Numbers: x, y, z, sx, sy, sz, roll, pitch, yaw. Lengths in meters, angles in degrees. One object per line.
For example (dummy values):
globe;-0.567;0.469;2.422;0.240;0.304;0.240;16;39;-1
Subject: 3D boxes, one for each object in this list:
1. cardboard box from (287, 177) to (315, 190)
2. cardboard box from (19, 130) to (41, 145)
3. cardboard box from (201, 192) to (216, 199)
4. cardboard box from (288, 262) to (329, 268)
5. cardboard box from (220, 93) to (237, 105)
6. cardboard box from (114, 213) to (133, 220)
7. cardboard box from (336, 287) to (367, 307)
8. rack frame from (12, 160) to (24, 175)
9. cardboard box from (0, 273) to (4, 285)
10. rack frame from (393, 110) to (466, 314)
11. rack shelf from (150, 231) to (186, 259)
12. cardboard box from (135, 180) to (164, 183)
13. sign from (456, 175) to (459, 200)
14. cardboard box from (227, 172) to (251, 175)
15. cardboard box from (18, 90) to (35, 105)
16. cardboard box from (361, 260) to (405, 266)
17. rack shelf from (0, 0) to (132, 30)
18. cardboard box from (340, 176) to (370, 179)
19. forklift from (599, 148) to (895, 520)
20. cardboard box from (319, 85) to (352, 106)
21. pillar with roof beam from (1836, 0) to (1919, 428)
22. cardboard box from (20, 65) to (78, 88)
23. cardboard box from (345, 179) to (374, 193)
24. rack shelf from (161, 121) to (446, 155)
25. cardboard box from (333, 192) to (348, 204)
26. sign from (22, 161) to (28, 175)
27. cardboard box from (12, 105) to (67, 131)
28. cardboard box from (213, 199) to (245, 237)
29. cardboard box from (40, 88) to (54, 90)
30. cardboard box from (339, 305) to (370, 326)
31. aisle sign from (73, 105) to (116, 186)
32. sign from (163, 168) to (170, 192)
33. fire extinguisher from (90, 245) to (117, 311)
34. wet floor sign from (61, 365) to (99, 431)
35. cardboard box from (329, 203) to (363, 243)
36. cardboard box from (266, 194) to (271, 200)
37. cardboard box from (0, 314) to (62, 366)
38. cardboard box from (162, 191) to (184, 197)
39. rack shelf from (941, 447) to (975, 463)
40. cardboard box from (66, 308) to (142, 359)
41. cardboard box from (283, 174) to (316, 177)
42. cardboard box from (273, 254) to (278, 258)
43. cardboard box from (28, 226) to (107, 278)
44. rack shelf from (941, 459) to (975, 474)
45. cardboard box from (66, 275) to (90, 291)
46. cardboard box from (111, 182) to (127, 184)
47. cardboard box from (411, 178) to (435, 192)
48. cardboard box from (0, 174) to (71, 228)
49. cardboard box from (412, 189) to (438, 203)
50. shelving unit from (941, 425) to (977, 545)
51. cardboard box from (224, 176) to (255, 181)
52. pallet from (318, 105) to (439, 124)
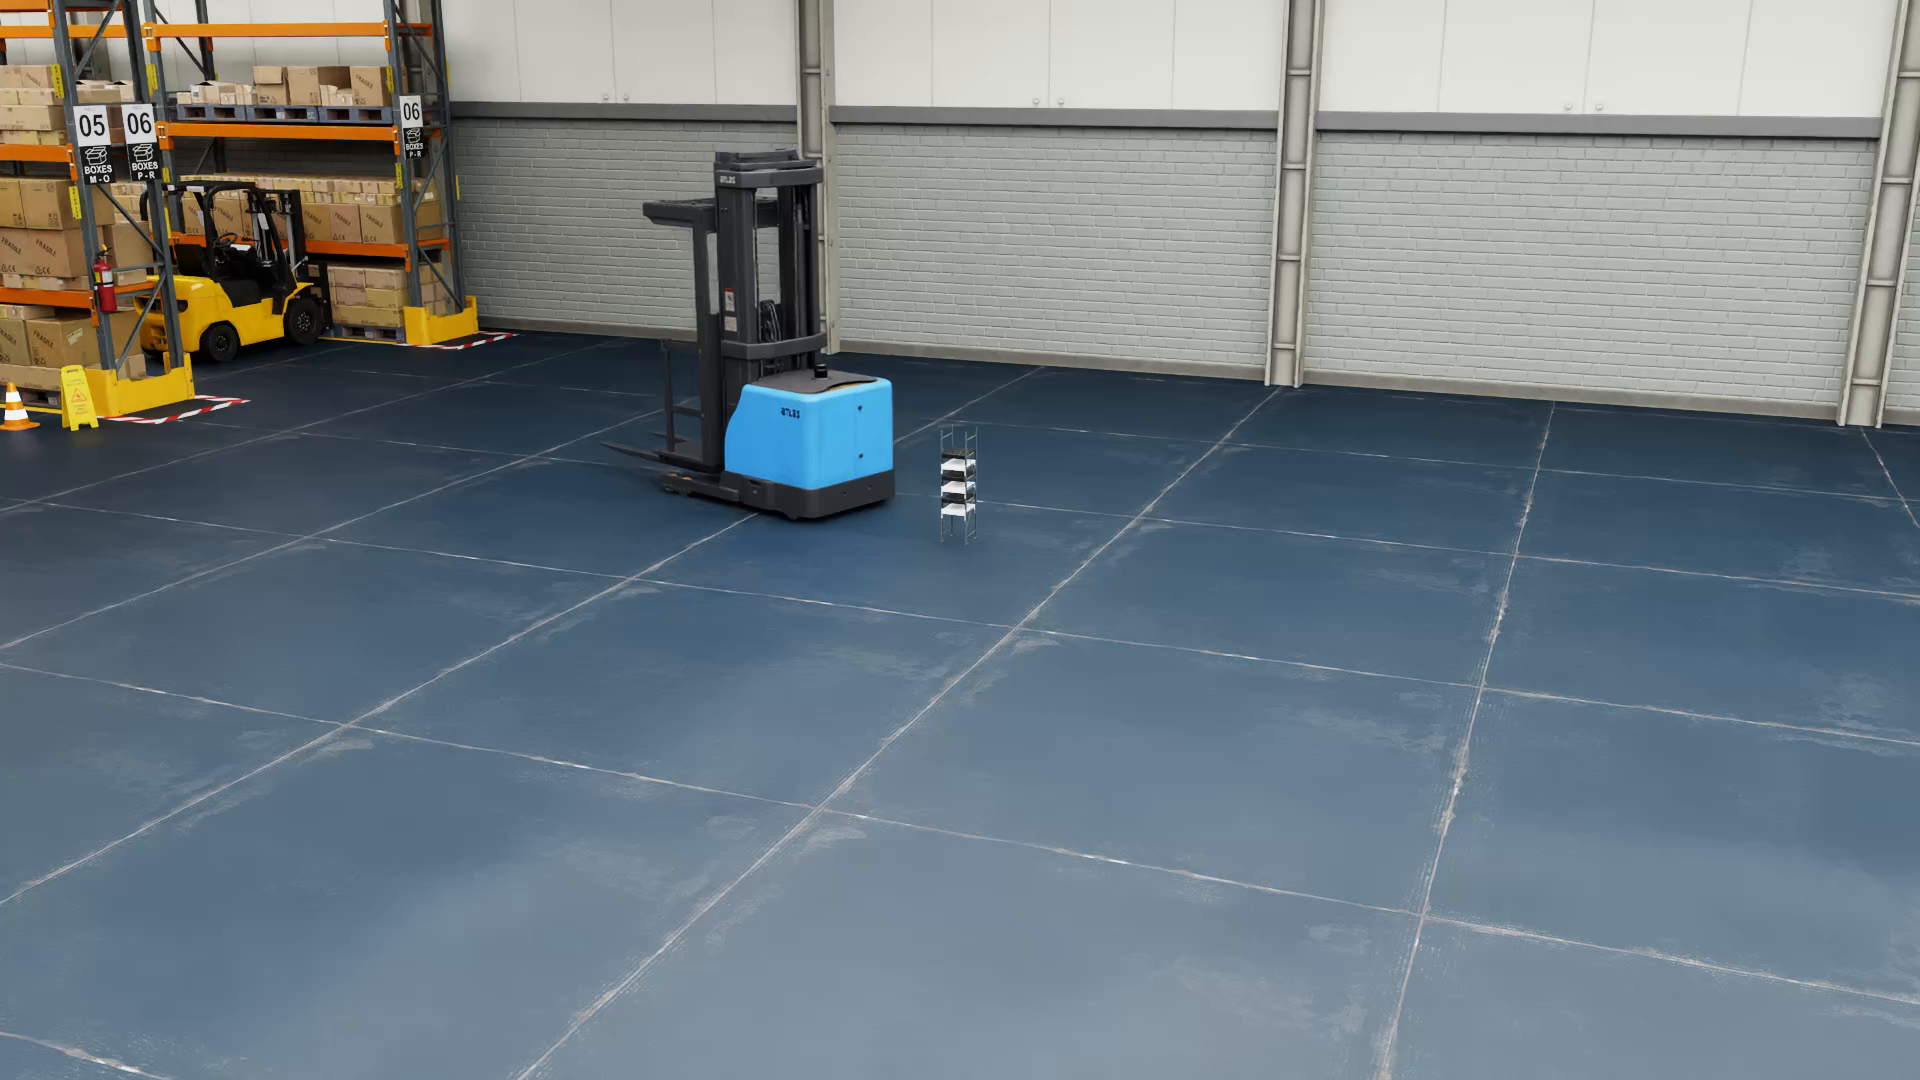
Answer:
cardboard box;-8.895;-4.830;22.554;0.250;0.149;0.380;7;17;21
cardboard box;-9.551;-4.203;17.342;0.250;0.149;0.380;6;17;21
cardboard box;-10.335;-4.832;23.094;0.250;0.149;0.380;7;17;22
cardboard box;-9.017;-3.671;22.824;0.500;0.250;0.500;6;17;20
cardboard box;-9.755;-5.965;22.480;0.250;0.149;0.380;7;18;22
cardboard box;-11.811;-4.561;23.773;0.500;0.250;0.500;6;17;20
cardboard box;-8.085;-3.334;22.560;0.500;0.250;0.500;6;17;20
rack frame;-14.497;-5.008;25.045;0.127;3.000;1.000;6;17;21
cardboard box;-10.244;-2.874;18.145;0.250;0.149;0.380;7;17;21
rack frame;-7.055;-4.190;22.226;0.127;3.000;1.000;6;17;21
rack shelf;-12.637;-4.458;24.441;4.000;0.370;1.077;6;17;21
cardboard box;-11.732;-5.138;24.149;0.250;0.149;0.380;6;17;20
sign;-6.846;-4.787;22.588;0.005;0.325;0.100;6;17;21
cardboard box;-10.150;-5.111;23.522;0.250;0.149;0.380;6;17;19
cardboard box;-9.522;-4.599;17.277;0.250;0.149;0.380;7;17;22
cardboard box;-7.899;-3.700;22.923;0.500;0.250;0.500;6;17;21
rack shelf;-10.734;-5.641;17.760;4.000;0.370;1.077;6;17;21
cardboard box;-8.250;-4.891;22.763;0.250;0.149;0.380;7;18;22
forklift;-2.000;-1.891;14.431;3.031;2.935;1.130;14;21;39
cardboard box;-8.173;-5.848;21.864;0.258;0.266;0.396;6;17;21
pillar with roof beam;7.793;-4.418;12.252;0.400;9.000;9.100;6;17;21
cardboard box;-12.966;-6.505;23.709;0.500;0.500;0.500;7;17;22
cardboard box;-7.960;-4.711;22.146;0.250;0.149;0.380;7;17;22
rack shelf;-8.916;-5.490;22.613;4.000;0.370;1.077;6;17;21
cardboard box;-8.175;-4.601;22.301;0.250;0.149;0.380;6;17;20
sign;-14.297;-5.709;25.381;0.005;0.325;0.100;6;17;21
cardboard box;-9.448;-4.396;17.291;0.500;0.250;0.500;6;17;20
cardboard box;-9.969;-4.485;23.064;0.500;0.500;0.500;7;17;22
cardboard box;-9.785;-4.803;17.976;0.250;0.149;0.380;6;17;20
cardboard box;-8.067;-3.091;22.618;0.500;0.250;0.500;6;17;21
aisle sign;-8.922;-4.069;17.147;0.004;0.787;0.394;6;17;21
sign;-10.966;-4.975;22.997;0.005;0.325;0.100;6;17;21
fire extinguisher;-8.936;-2.734;17.349;0.183;0.674;0.296;6;17;21
wet floor sign;-9.089;-1.475;17.096;0.232;0.644;0.267;14;21;40
cardboard box;-8.089;-4.276;22.342;0.500;0.500;0.500;7;18;22
cardboard box;-9.396;-4.719;22.707;0.250;0.149;0.380;6;17;19
cardboard box;-10.201;-2.210;18.241;0.500;0.500;0.500;7;18;23
cardboard box;-11.176;-4.936;23.453;0.250;0.149;0.380;7;18;23
rack shelf;-0.008;-0.660;12.985;0.200;0.077;0.258;6;17;21
cardboard box;-9.544;-2.300;18.550;0.500;0.500;0.500;6;17;19
cardboard box;-9.189;-5.008;23.167;0.250;0.149;0.380;6;17;20
cardboard box;-9.771;-3.912;23.656;0.500;0.250;0.500;6;17;20
cardboard box;-9.479;-3.077;17.680;0.500;0.500;0.500;6;17;20
rack shelf;-0.008;-0.574;13.010;0.200;0.077;0.258;6;17;21
cardboard box;-9.299;-2.764;17.766;0.250;0.149;0.380;7;18;22
cardboard box;-12.145;-5.032;23.784;0.250;0.149;0.380;6;17;19
cardboard box;-7.289;-4.782;22.390;0.250;0.149;0.380;6;17;20
cardboard box;-9.896;-3.623;17.766;0.500;0.500;0.700;6;17;21
cardboard box;-7.276;-4.652;22.473;0.250;0.149;0.380;6;17;19
shelving unit;-0.008;-0.433;13.051;0.210;0.900;0.258;6;17;21
cardboard box;-9.870;-4.912;22.837;0.250;0.149;0.380;7;17;22
pallet;-7.704;-5.667;22.093;1.213;0.211;1.003;6;17;21
